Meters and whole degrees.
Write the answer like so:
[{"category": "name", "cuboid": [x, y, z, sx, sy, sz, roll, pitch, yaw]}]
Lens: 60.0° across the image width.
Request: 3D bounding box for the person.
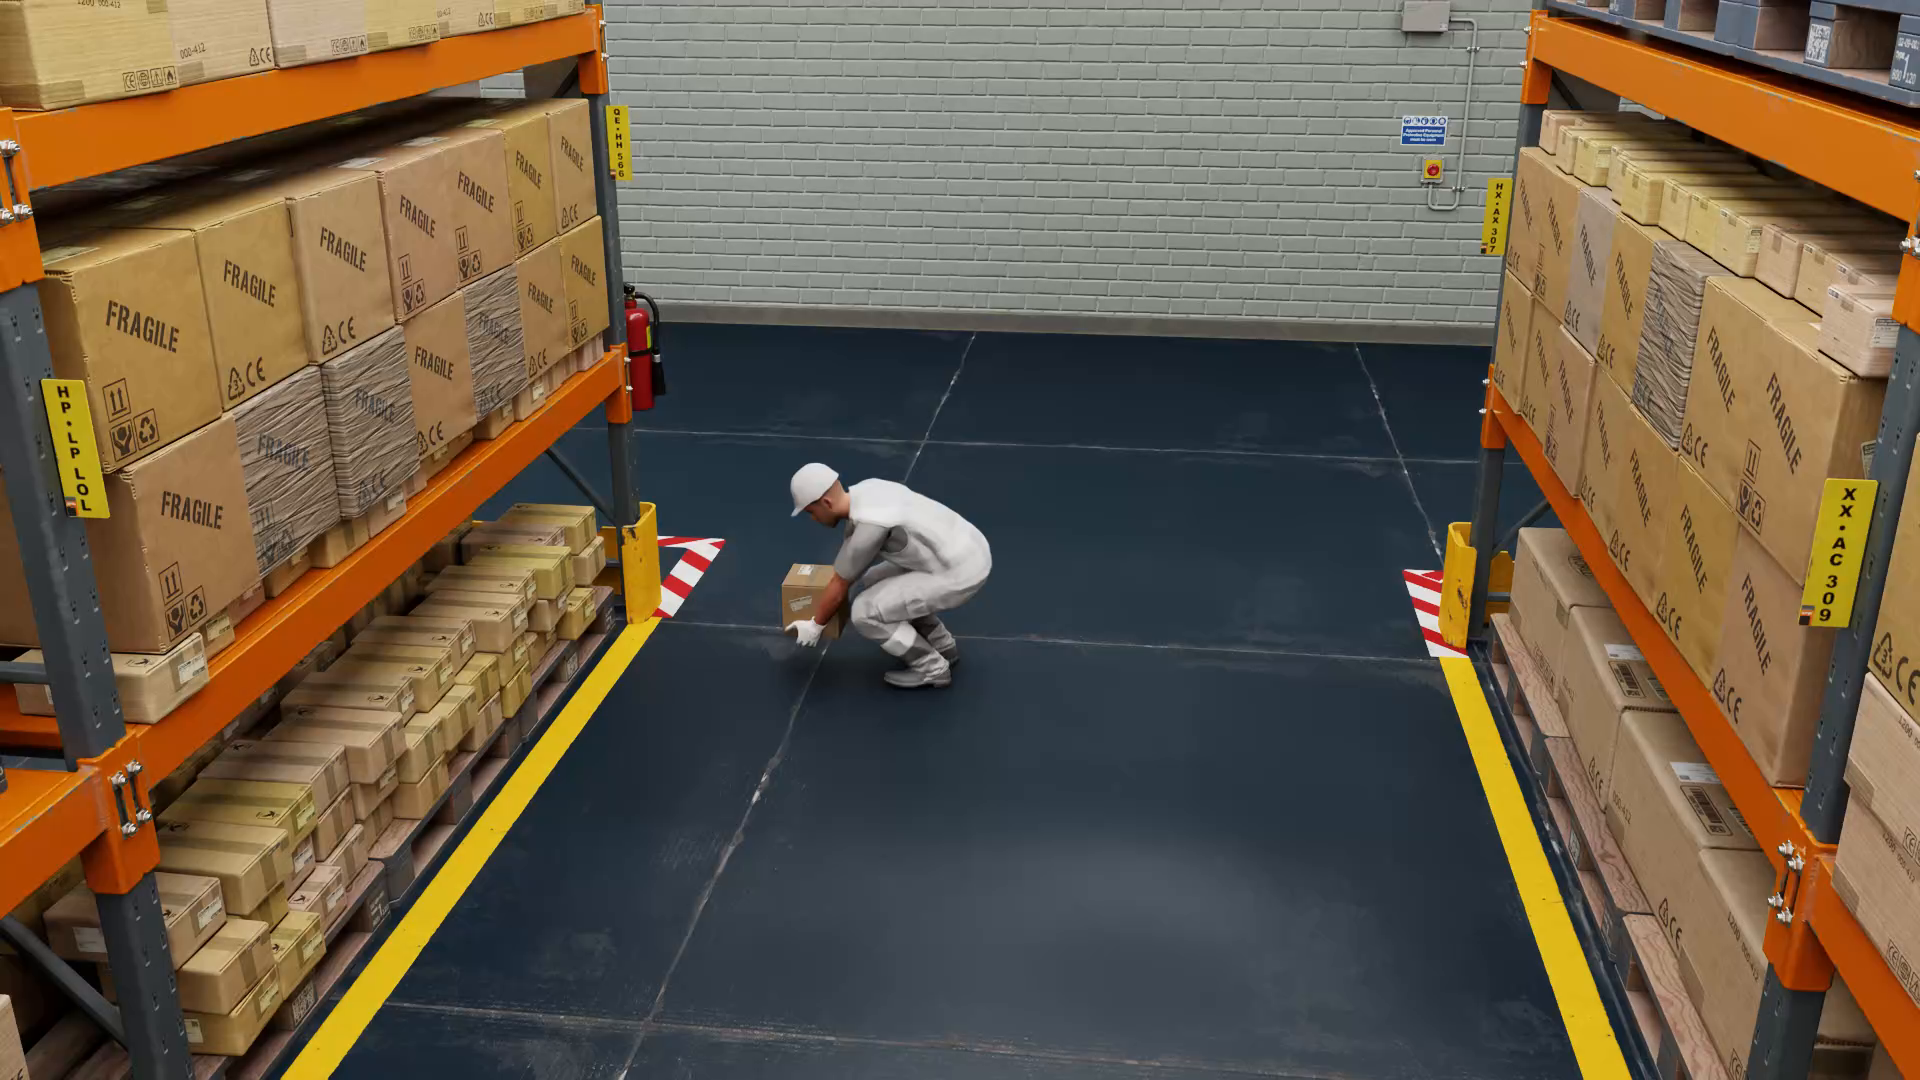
[{"category": "person", "cuboid": [-0.311, 0.133, 7.322, 0.903, 0.994, 0.541, 2, 21, 5]}]
